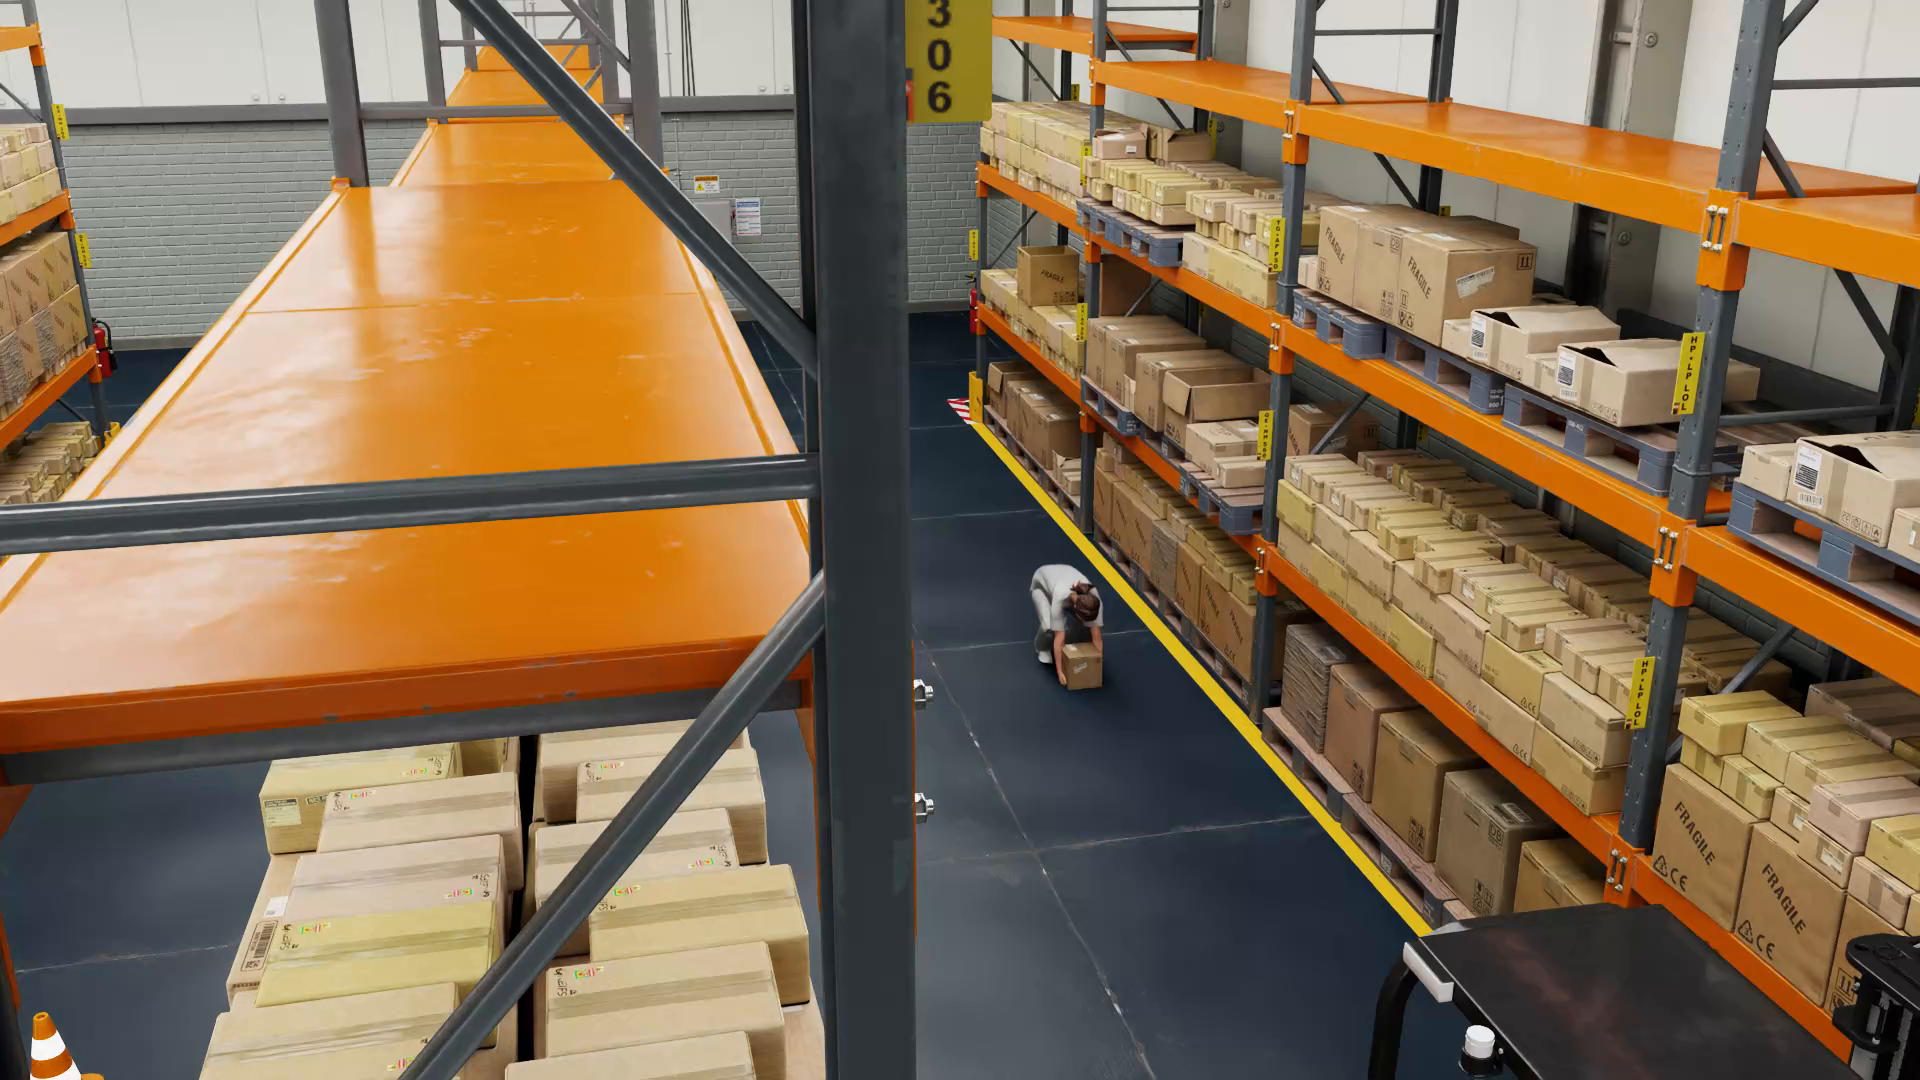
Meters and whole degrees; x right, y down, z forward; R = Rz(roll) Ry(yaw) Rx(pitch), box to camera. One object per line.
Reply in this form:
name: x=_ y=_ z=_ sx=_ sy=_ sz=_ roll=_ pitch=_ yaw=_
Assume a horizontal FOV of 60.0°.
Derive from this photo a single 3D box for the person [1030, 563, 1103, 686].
person: x=0.792 y=0.578 z=12.141 sx=0.459 sy=0.762 sz=0.867 roll=-5 pitch=20 yaw=-15
